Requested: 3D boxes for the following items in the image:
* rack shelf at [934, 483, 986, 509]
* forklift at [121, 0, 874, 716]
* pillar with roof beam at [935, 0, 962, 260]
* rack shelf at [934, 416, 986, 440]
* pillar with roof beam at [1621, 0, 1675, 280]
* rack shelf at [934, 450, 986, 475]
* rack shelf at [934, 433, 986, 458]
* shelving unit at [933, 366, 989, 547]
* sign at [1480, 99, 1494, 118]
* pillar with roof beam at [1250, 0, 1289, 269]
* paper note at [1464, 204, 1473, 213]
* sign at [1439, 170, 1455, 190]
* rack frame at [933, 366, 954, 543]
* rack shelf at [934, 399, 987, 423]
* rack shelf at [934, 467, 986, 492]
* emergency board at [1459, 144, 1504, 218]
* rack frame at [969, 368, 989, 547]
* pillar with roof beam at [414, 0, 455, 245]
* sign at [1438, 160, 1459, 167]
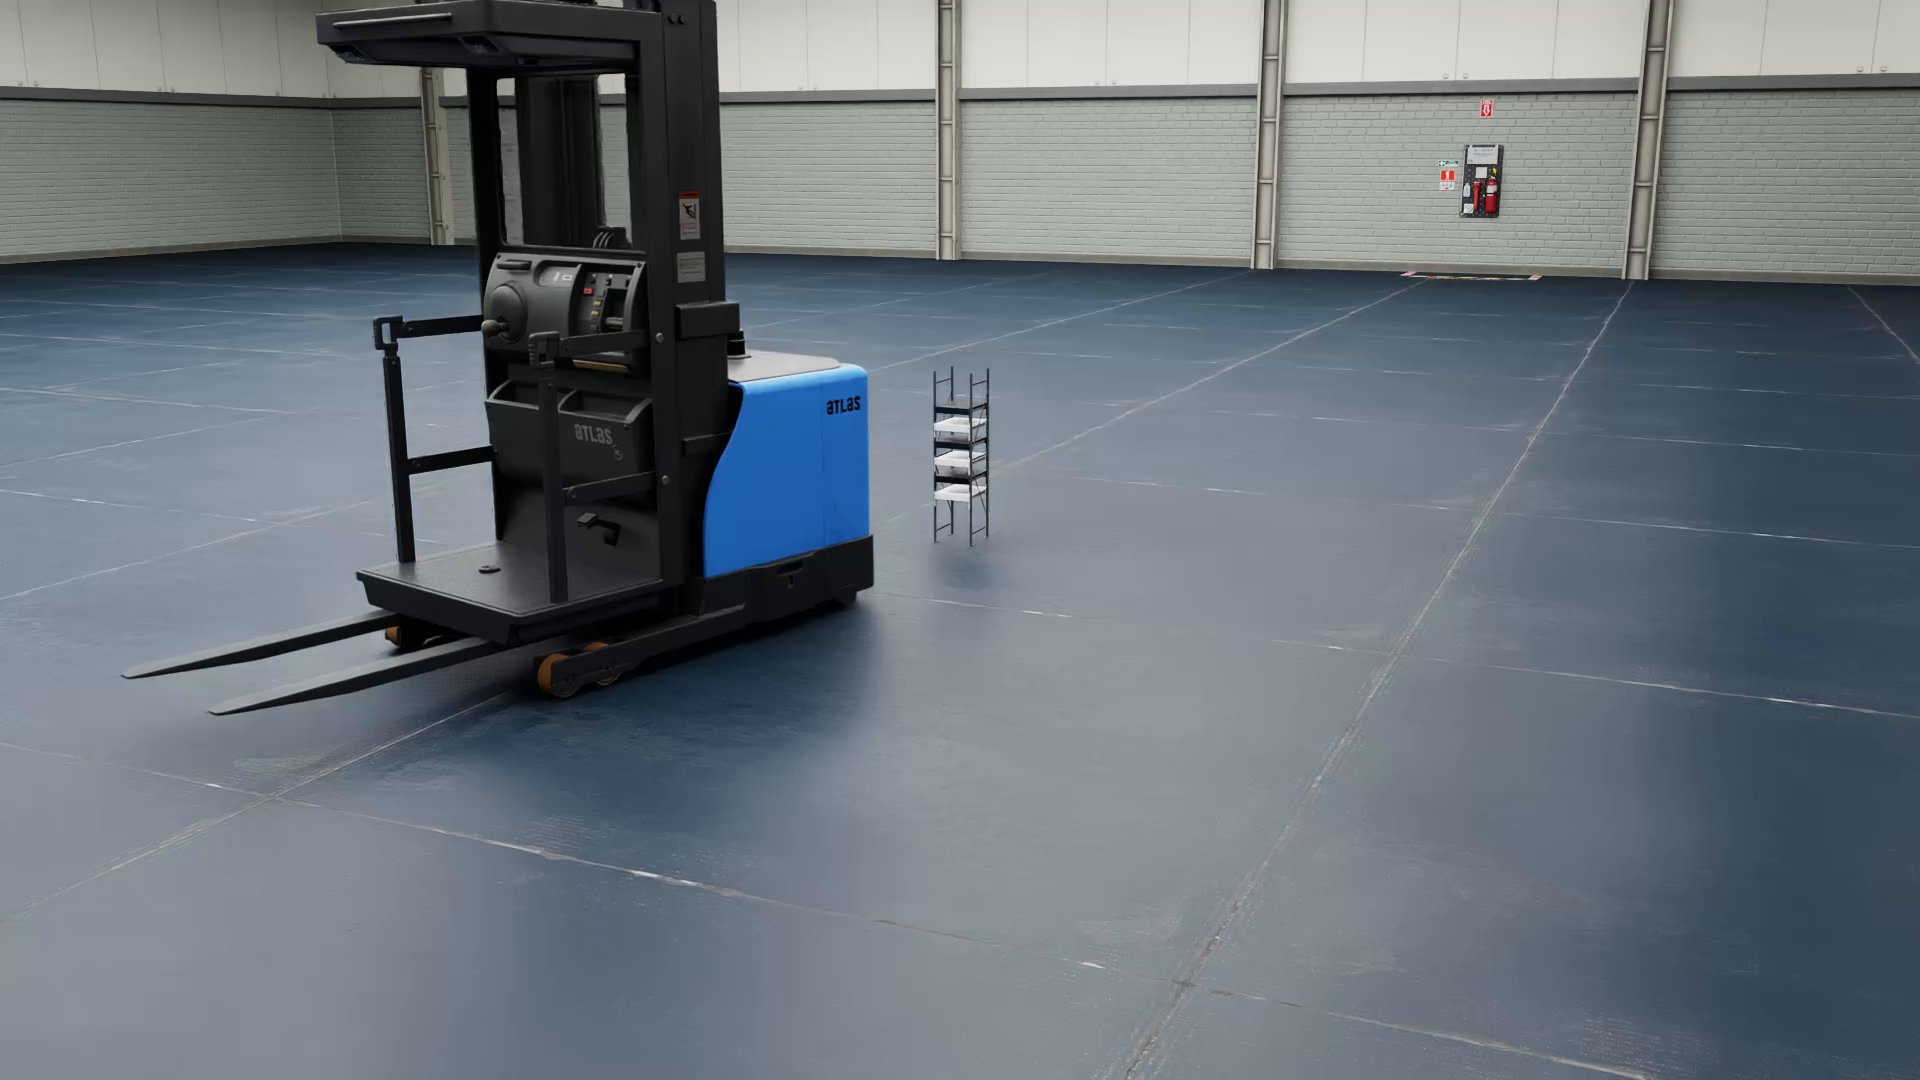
[{"bbox_3d":[0.007,-0.230,8.698,0.200,0.077,0.258,6,14,23],"label":"rack shelf"},{"bbox_3d":[-1.710,-0.963,6.442,1.130,2.935,3.031,10,17,38],"label":"forklift"},{"bbox_3d":[-1.953,-8.758,26.382,0.400,9.000,9.100,6,14,23],"label":"pillar with roof beam"},{"bbox_3d":[0.007,-0.580,8.615,0.200,0.077,0.258,6,14,23],"label":"rack shelf"},{"bbox_3d":[9.019,-7.648,21.650,0.400,9.000,9.100,6,14,23],"label":"pillar with roof beam"},{"bbox_3d":[0.007,-0.405,8.656,0.200,0.077,0.258,6,14,23],"label":"rack shelf"},{"bbox_3d":[0.007,-0.493,8.636,0.200,0.077,0.258,6,14,23],"label":"rack shelf"},{"bbox_3d":[0.007,-0.437,8.649,0.210,0.900,0.258,6,14,23],"label":"shelving unit"},{"bbox_3d":[8.552,-7.013,27.003,0.199,0.298,0.001,6,14,23],"label":"sign"},{"bbox_3d":[3.533,-8.203,24.016,0.400,9.000,9.100,6,14,23],"label":"pillar with roof beam"},{"bbox_3d":[8.385,-5.465,27.408,0.142,0.148,0.016,6,14,23],"label":"paper note"},{"bbox_3d":[8.055,-5.953,27.482,0.234,0.329,0.001,6,14,23],"label":"sign"},{"bbox_3d":[-0.086,-0.447,8.689,0.006,0.900,0.240,6,14,23],"label":"rack frame"},{"bbox_3d":[0.007,-0.668,8.595,0.200,0.077,0.258,6,14,23],"label":"rack shelf"},{"bbox_3d":[0.007,-0.317,8.677,0.200,0.077,0.258,6,14,23],"label":"rack shelf"},{"bbox_3d":[8.519,-5.863,27.176,0.643,1.169,0.194,6,14,23],"label":"emergency board"},{"bbox_3d":[0.100,-0.428,8.609,0.006,0.900,0.240,6,14,23],"label":"rack frame"},{"bbox_3d":[-12.924,-9.869,31.114,0.400,9.000,9.100,6,14,23],"label":"pillar with roof beam"},{"bbox_3d":[8.056,-6.209,27.412,0.331,0.109,0.001,6,14,23],"label":"sign"}]
